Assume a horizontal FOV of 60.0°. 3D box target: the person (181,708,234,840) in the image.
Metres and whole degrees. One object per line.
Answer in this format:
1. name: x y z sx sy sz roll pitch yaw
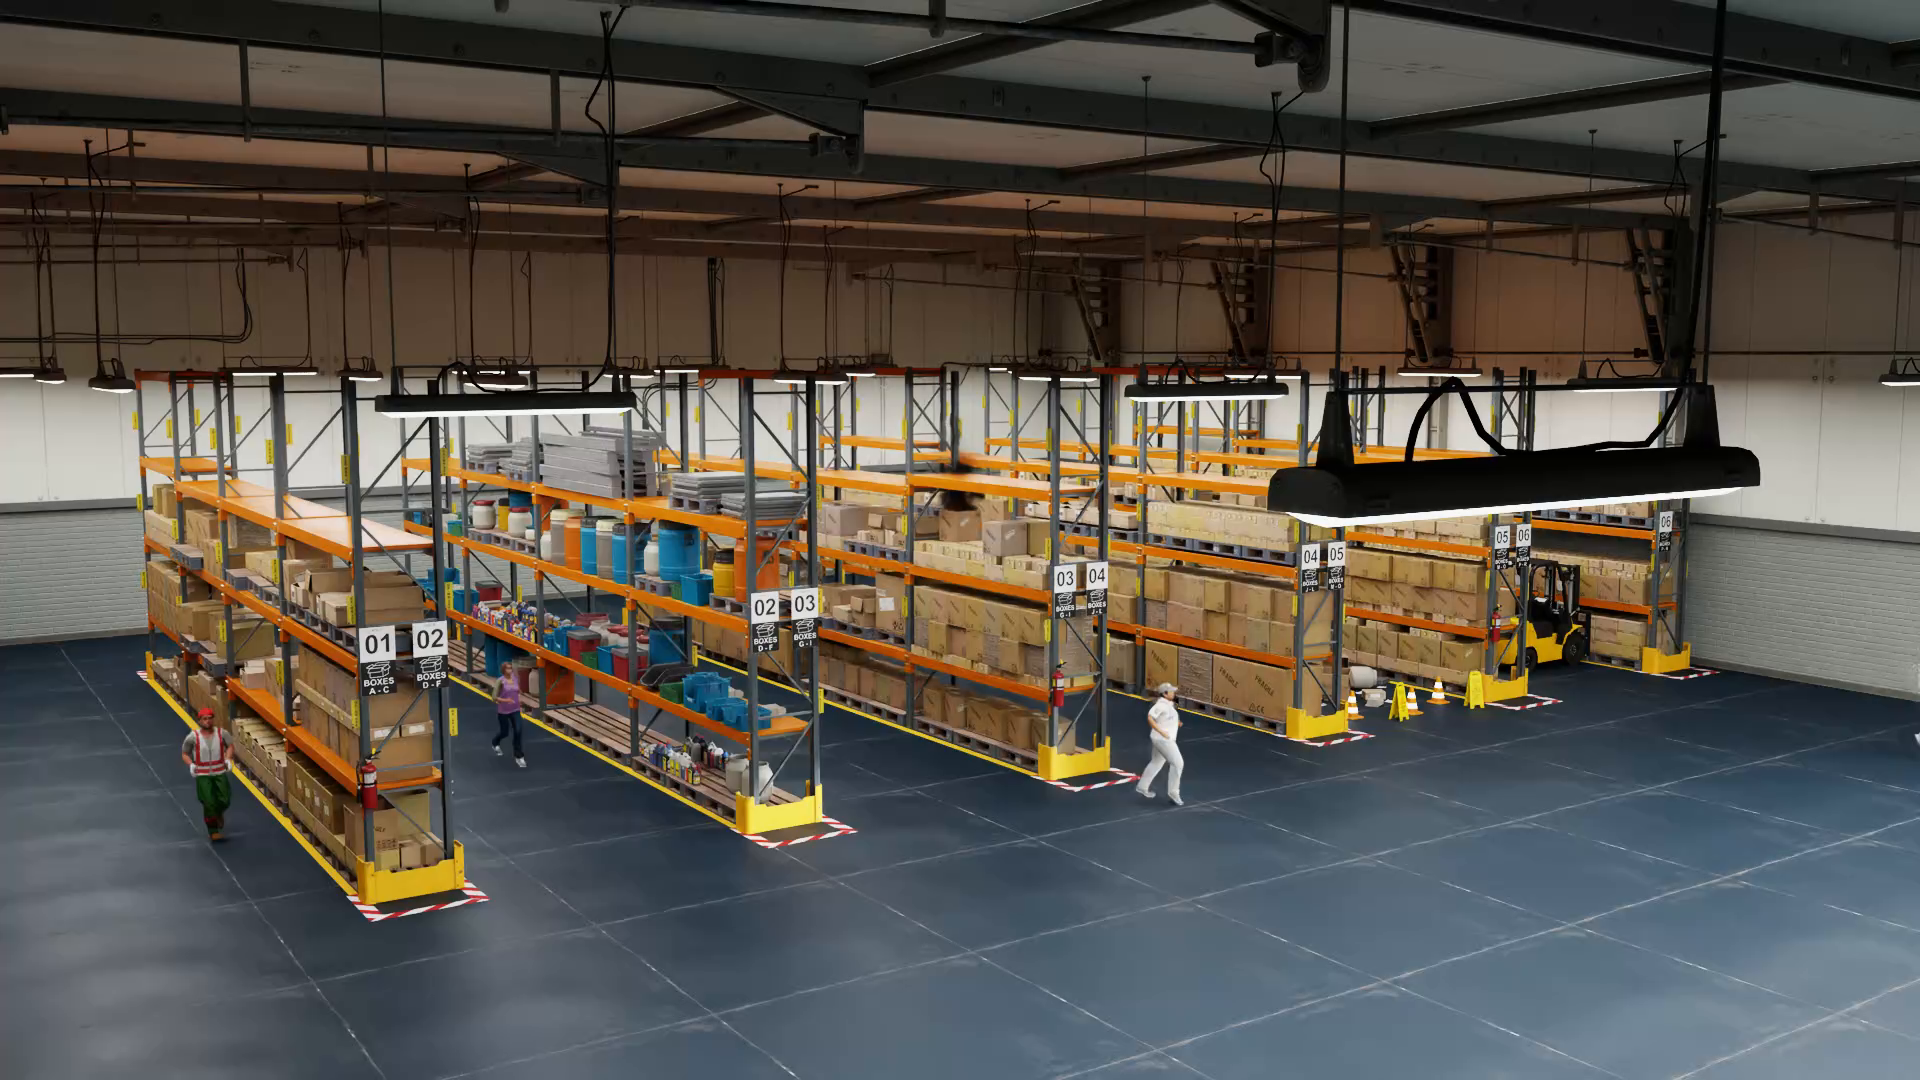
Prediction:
1. person: -9.734 3.032 21.586 0.636 1.741 0.586 -4 8 -32

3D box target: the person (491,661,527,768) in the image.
1. person: -6.955 2.650 25.562 0.538 1.605 0.877 -6 9 -44

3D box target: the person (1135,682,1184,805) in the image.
1. person: 2.830 2.865 23.500 0.703 1.733 0.625 1 6 6
